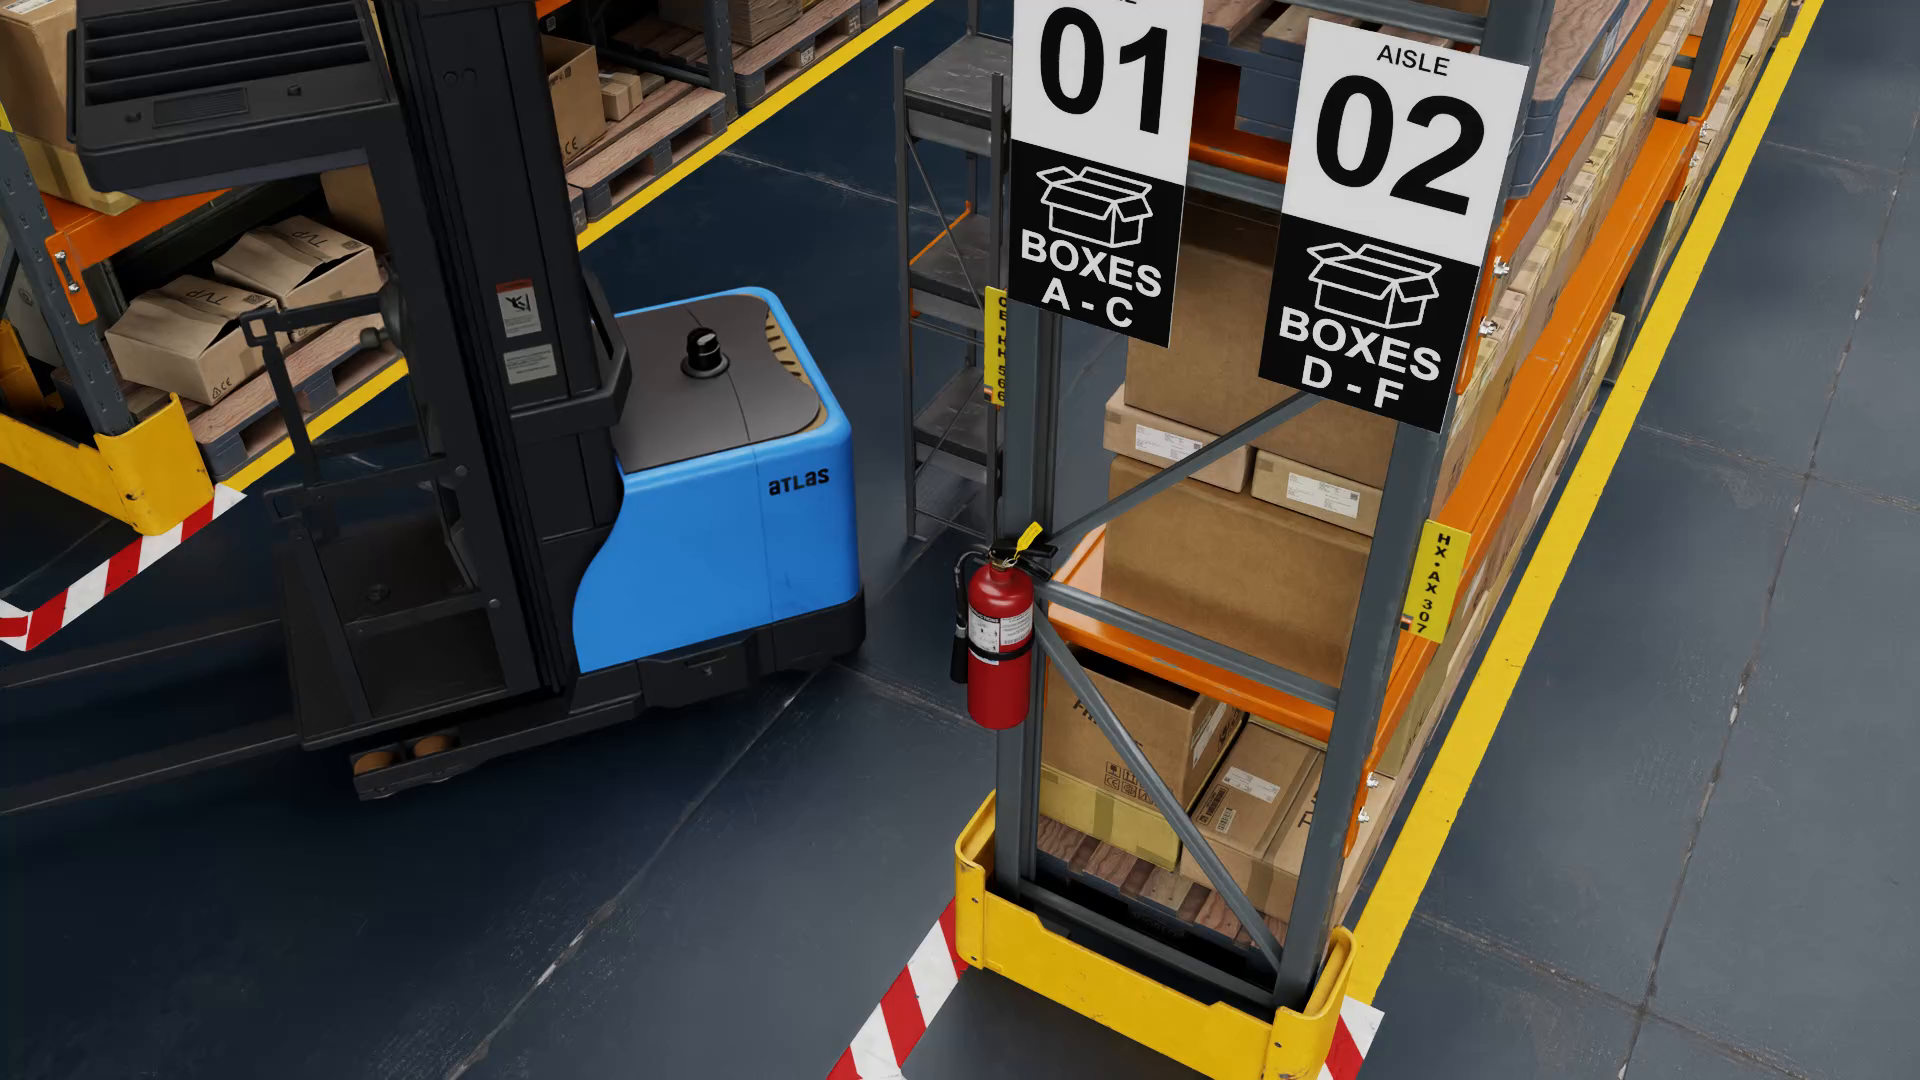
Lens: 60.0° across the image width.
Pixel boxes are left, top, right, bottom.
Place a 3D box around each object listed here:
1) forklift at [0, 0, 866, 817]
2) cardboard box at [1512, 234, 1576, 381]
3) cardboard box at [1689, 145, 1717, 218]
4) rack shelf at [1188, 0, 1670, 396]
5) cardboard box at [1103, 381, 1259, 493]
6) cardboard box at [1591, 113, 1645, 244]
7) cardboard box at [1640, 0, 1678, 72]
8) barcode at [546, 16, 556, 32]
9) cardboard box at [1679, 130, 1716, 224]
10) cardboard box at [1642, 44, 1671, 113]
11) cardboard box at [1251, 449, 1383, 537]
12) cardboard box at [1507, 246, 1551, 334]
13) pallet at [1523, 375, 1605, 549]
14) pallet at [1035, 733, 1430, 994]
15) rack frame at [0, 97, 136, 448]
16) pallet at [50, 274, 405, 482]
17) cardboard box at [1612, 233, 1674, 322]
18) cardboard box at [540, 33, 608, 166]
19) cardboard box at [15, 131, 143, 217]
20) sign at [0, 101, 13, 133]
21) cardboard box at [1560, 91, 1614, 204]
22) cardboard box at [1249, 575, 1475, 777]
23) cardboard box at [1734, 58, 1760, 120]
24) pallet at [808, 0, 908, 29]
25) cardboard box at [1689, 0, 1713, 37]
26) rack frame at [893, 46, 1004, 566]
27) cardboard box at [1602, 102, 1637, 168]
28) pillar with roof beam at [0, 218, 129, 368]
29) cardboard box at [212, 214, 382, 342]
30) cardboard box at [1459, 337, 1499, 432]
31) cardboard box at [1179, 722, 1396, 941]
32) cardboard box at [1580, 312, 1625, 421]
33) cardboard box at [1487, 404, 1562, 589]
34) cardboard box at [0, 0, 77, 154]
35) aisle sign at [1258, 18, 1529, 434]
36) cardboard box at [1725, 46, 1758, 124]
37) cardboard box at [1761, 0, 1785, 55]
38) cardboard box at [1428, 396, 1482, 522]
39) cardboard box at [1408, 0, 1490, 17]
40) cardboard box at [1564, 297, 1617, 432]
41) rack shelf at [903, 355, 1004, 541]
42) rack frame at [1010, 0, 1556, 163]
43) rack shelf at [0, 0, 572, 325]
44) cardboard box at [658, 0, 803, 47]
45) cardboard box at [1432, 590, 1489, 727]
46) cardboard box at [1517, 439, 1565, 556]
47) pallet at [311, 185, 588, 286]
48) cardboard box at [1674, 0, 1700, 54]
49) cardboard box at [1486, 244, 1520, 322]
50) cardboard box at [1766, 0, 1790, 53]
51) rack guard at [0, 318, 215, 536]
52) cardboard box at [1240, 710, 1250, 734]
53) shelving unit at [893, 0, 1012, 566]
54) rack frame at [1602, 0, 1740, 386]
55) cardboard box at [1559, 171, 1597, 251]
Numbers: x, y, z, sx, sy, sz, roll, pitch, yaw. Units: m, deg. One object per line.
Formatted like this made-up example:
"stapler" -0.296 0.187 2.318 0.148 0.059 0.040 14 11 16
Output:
"forklift" -1.921 -0.606 5.221 3.031 2.935 1.130 -15 43 -16
"cardboard box" 1.582 -0.925 5.455 0.700 0.500 0.500 22 46 23
"cardboard box" 3.497 -1.891 8.390 0.500 0.250 0.500 20 45 21
"rack shelf" 1.566 -1.738 4.729 1.077 0.370 4.000 21 45 22
"cardboard box" 0.592 -0.300 4.255 0.380 0.149 0.250 20 45 21
"cardboard box" 2.092 -1.504 6.113 0.700 0.500 0.500 20 45 22
"cardboard box" 2.099 -2.006 5.700 0.700 0.500 0.500 21 45 22
"barcode" -2.202 -2.780 8.954 0.001 0.075 0.075 21 45 22
"cardboard box" 3.245 -1.802 7.865 0.500 0.311 0.500 20 45 22
"cardboard box" 2.232 -1.639 5.775 0.380 0.149 0.250 21 45 22
"cardboard box" 0.948 -0.172 4.109 0.380 0.149 0.250 21 45 22
"cardboard box" 1.464 -0.763 4.781 0.380 0.149 0.250 19 45 21
"pallet" 2.133 -0.539 7.202 1.003 0.211 1.213 21 45 22
"pallet" 0.912 0.857 5.617 1.003 0.211 1.213 21 45 22
"rack frame" -3.725 -1.374 6.041 1.000 3.000 0.127 21 45 22
"pallet" -3.250 -0.824 7.526 1.003 0.211 1.213 21 45 22
"cardboard box" 2.983 -1.301 7.721 0.500 0.250 0.500 20 45 21
"cardboard box" -2.208 -2.283 8.631 0.500 0.500 0.500 18 44 19
"cardboard box" -3.206 -1.499 6.281 0.500 0.250 0.500 20 45 21
"sign" -3.255 -1.520 5.551 0.100 0.325 0.005 21 45 22
"cardboard box" 1.597 -1.434 5.051 0.700 0.500 0.500 21 46 22
"cardboard box" 1.275 0.335 5.295 0.500 0.500 0.500 21 45 22
"cardboard box" 4.008 -2.477 9.055 0.500 0.250 0.500 22 46 23
"pallet" -0.726 -3.763 10.863 1.003 0.211 1.213 21 45 22
"cardboard box" 3.188 -2.372 7.364 0.380 0.149 0.250 21 45 22
"rack frame" -0.039 -0.743 6.005 0.400 2.100 0.015 21 45 22
"cardboard box" 1.980 -1.355 5.453 0.380 0.149 0.250 22 46 23
"pillar with roof beam" -0.397 -2.888 3.221 9.100 9.000 0.400 21 45 22
"cardboard box" -3.016 -1.222 7.570 0.500 0.311 0.500 25 47 25
"cardboard box" 1.204 -0.466 4.443 0.380 0.149 0.250 21 46 22
"cardboard box" 1.026 0.903 5.218 0.500 0.250 0.500 21 45 22
"cardboard box" 2.524 -0.815 7.168 0.500 0.250 0.500 21 45 22
"cardboard box" 1.779 -0.236 5.943 0.500 0.500 0.500 21 45 22
"cardboard box" -3.226 -1.780 6.033 0.500 0.500 0.500 21 46 22
"aisle sign" 0.798 -0.575 3.166 0.394 0.787 0.004 21 45 22
"cardboard box" 3.758 -2.397 8.541 0.500 0.311 0.500 22 46 23
"cardboard box" 4.265 -2.971 9.192 0.500 0.311 0.500 20 45 21
"cardboard box" 1.069 -0.340 4.791 0.700 0.500 0.500 22 46 23
"cardboard box" 0.857 -1.440 3.344 0.797 0.503 0.637 24 47 25
"cardboard box" 2.264 -0.814 6.600 0.500 0.500 0.500 21 45 22
"rack shelf" 0.083 -0.347 6.635 0.431 0.518 0.480 21 45 22
"rack frame" 0.565 -1.989 2.200 1.000 3.000 0.127 21 45 22
"rack shelf" -2.724 -2.248 7.578 1.077 0.370 4.000 21 45 22
"cardboard box" -1.370 -3.316 9.805 0.700 0.500 0.500 22 46 23
"cardboard box" 1.524 0.330 5.868 0.500 0.250 0.500 21 45 22
"cardboard box" 2.028 -0.241 6.517 0.500 0.250 0.500 21 45 22
"pallet" -2.639 -1.520 8.316 1.003 0.211 1.213 21 45 22
"cardboard box" 2.491 -1.940 6.117 0.380 0.149 0.250 20 45 21
"cardboard box" 1.095 -0.858 4.398 0.700 0.500 0.500 20 45 21
"cardboard box" 4.517 -3.059 9.717 0.500 0.250 0.500 22 46 23
"rack guard" -3.687 -0.479 6.916 1.175 0.500 0.348 21 45 22
"cardboard box" 0.818 0.442 5.741 0.500 0.250 0.500 21 45 22
"shelving unit" 0.083 -0.883 6.164 0.431 2.100 0.503 21 45 22
"rack frame" 2.567 -2.027 6.782 1.000 3.000 0.127 21 45 22
"cardboard box" 1.718 -1.051 5.108 0.380 0.149 0.250 21 46 22
